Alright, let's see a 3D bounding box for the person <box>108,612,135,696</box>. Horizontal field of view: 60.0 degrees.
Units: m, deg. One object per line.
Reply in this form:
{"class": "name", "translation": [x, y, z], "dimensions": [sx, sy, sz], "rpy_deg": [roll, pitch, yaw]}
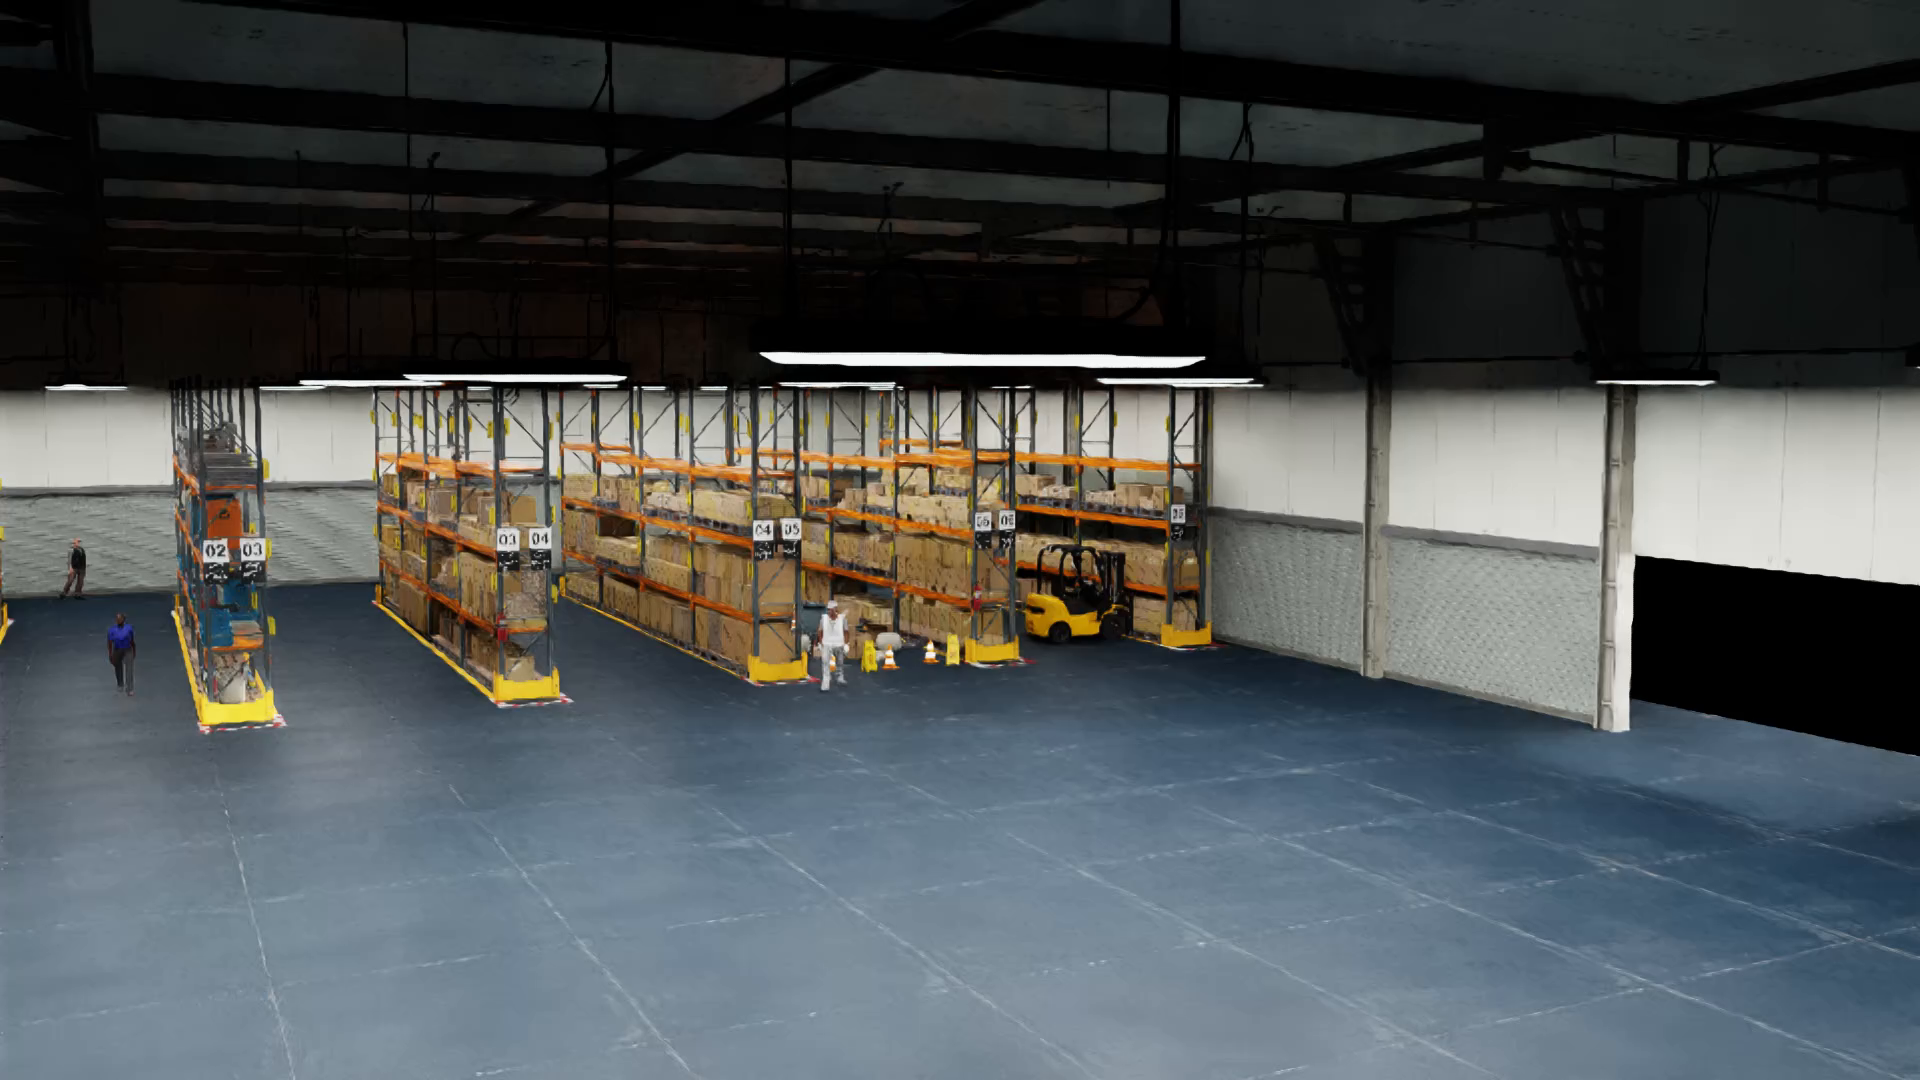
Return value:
{"class": "person", "translation": [-15.838, 2.129, 31.411], "dimensions": [0.447, 1.574, 1.088], "rpy_deg": [-2, 6, -25]}

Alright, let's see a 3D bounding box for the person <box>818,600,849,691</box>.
{"class": "person", "translation": [-2.446, 2.013, 32.120], "dimensions": [0.608, 1.735, 0.984], "rpy_deg": [0, 5, -5]}

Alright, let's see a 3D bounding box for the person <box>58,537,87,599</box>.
{"class": "person", "translation": [-24.517, 0.789, 45.916], "dimensions": [0.517, 1.713, 0.728], "rpy_deg": [2, 5, 21]}

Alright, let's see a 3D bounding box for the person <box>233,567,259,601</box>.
{"class": "person", "translation": [-19.560, 0.857, 45.137], "dimensions": [0.708, 1.703, 0.843], "rpy_deg": [-5, 7, -43]}
